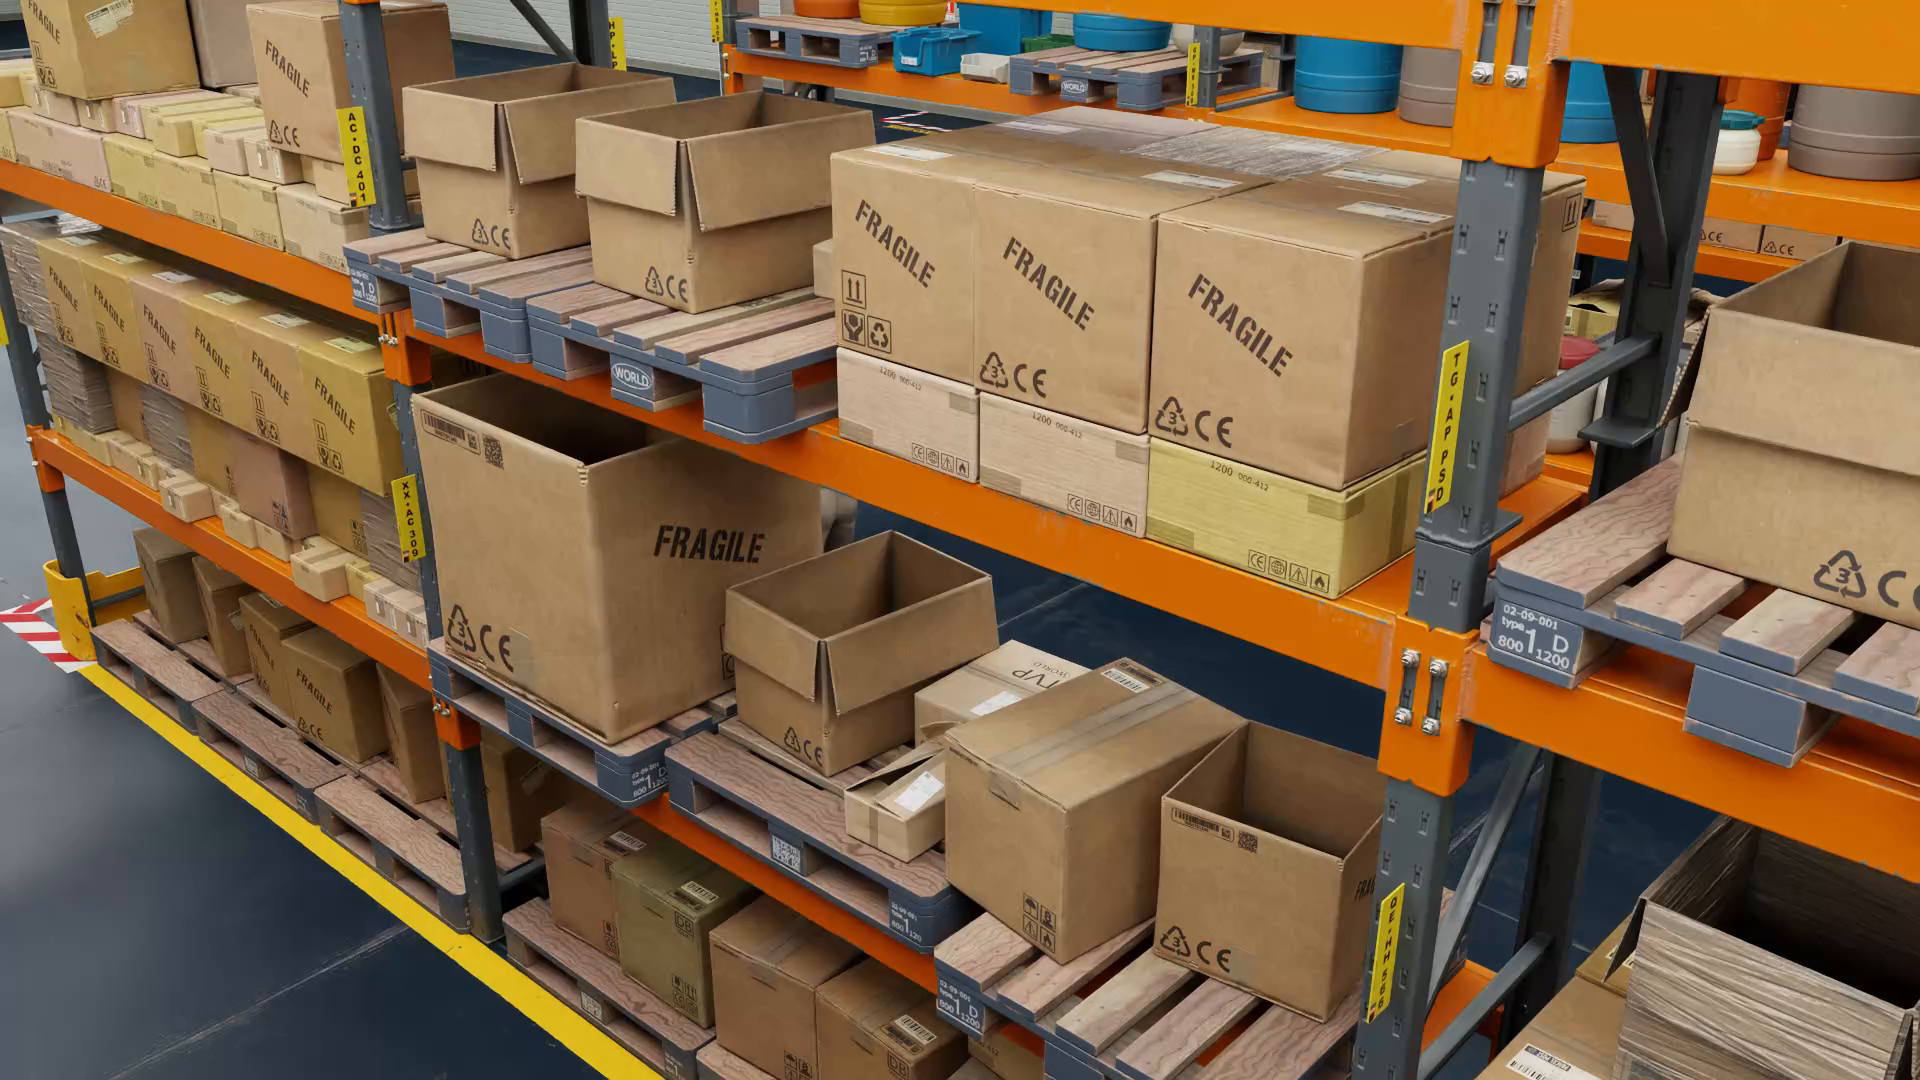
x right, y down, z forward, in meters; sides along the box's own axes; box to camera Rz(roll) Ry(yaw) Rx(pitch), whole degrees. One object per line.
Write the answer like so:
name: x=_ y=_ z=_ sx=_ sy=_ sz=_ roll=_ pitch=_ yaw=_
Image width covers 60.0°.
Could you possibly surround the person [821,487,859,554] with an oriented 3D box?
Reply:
person: x=-0.784 y=-0.192 z=9.077 sx=0.357 sy=1.718 sz=0.532 roll=21 pitch=31 yaw=39
